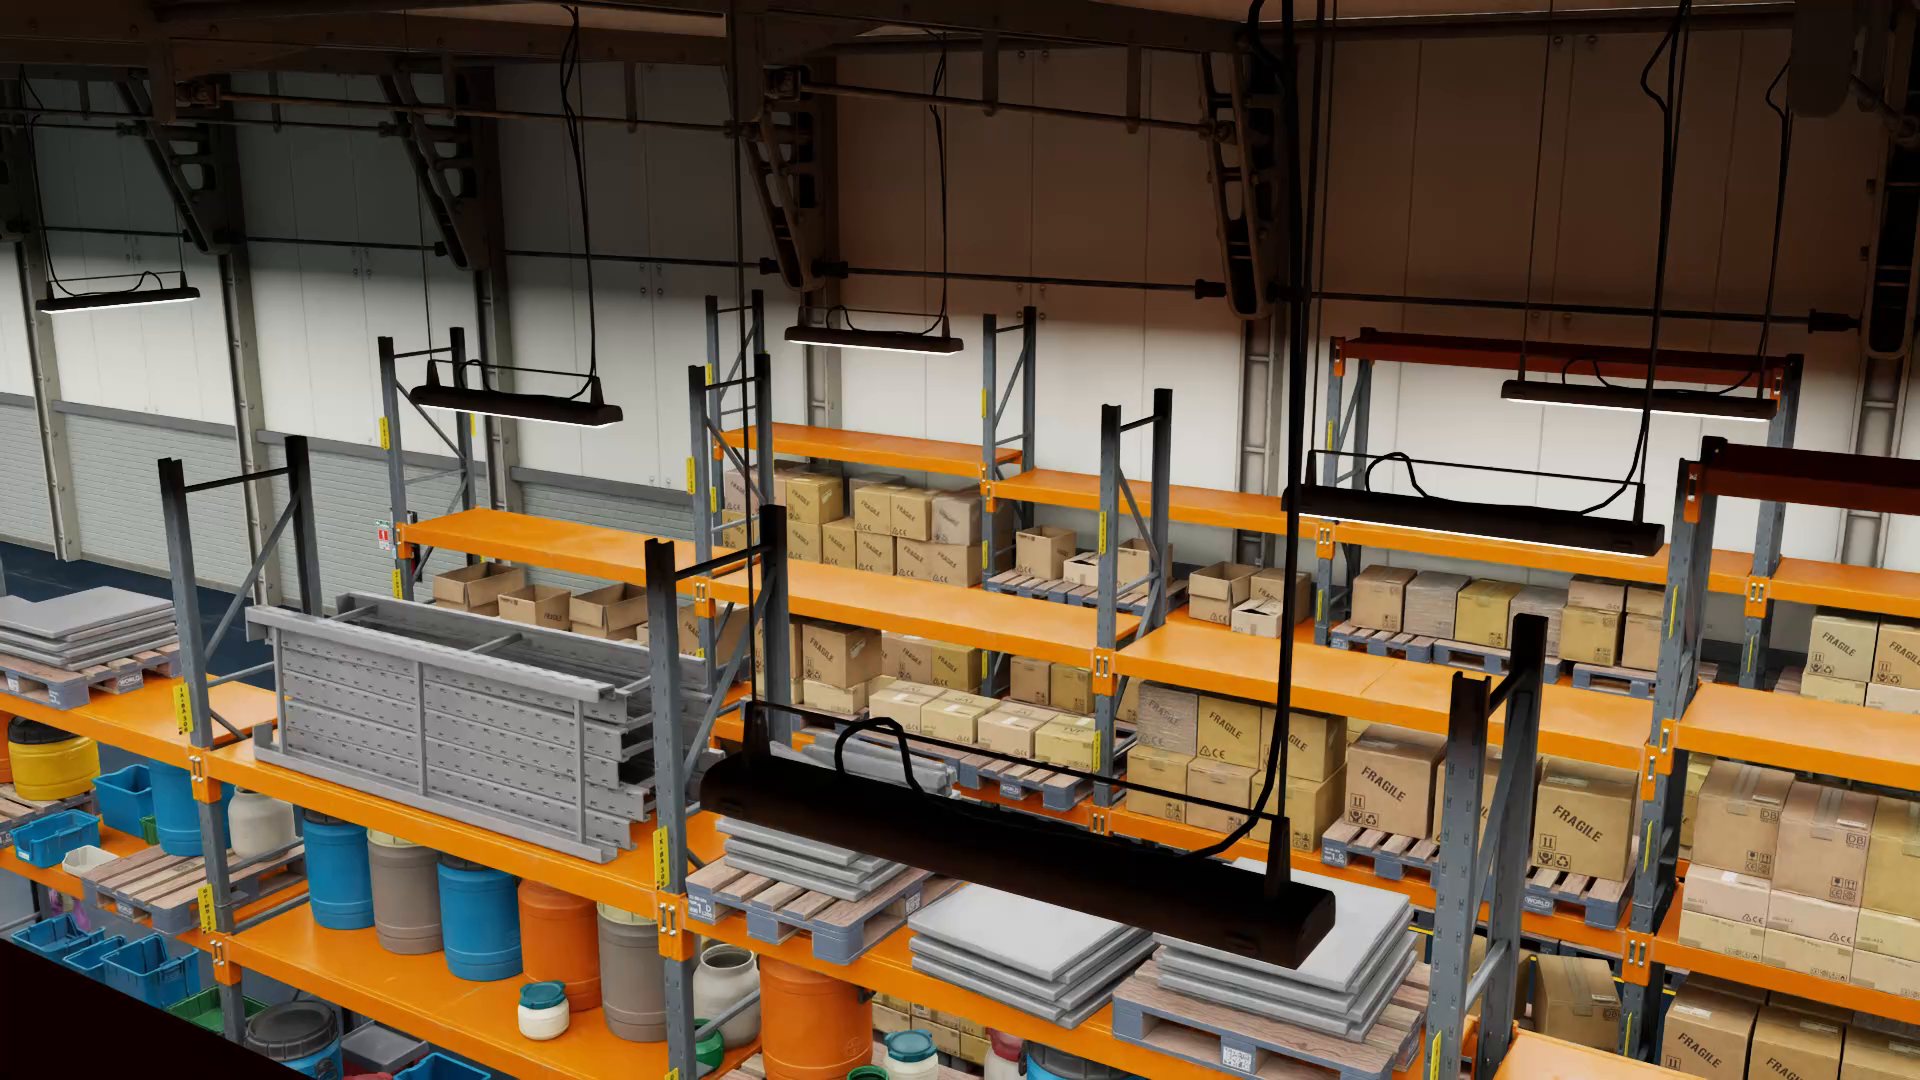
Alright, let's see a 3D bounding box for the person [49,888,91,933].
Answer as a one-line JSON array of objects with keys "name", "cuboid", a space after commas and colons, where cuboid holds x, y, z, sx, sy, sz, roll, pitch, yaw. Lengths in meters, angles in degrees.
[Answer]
[{"name": "person", "cuboid": [-8.178, 3.622, 15.374, 0.721, 1.610, 0.458, -9, 17, -33]}]
